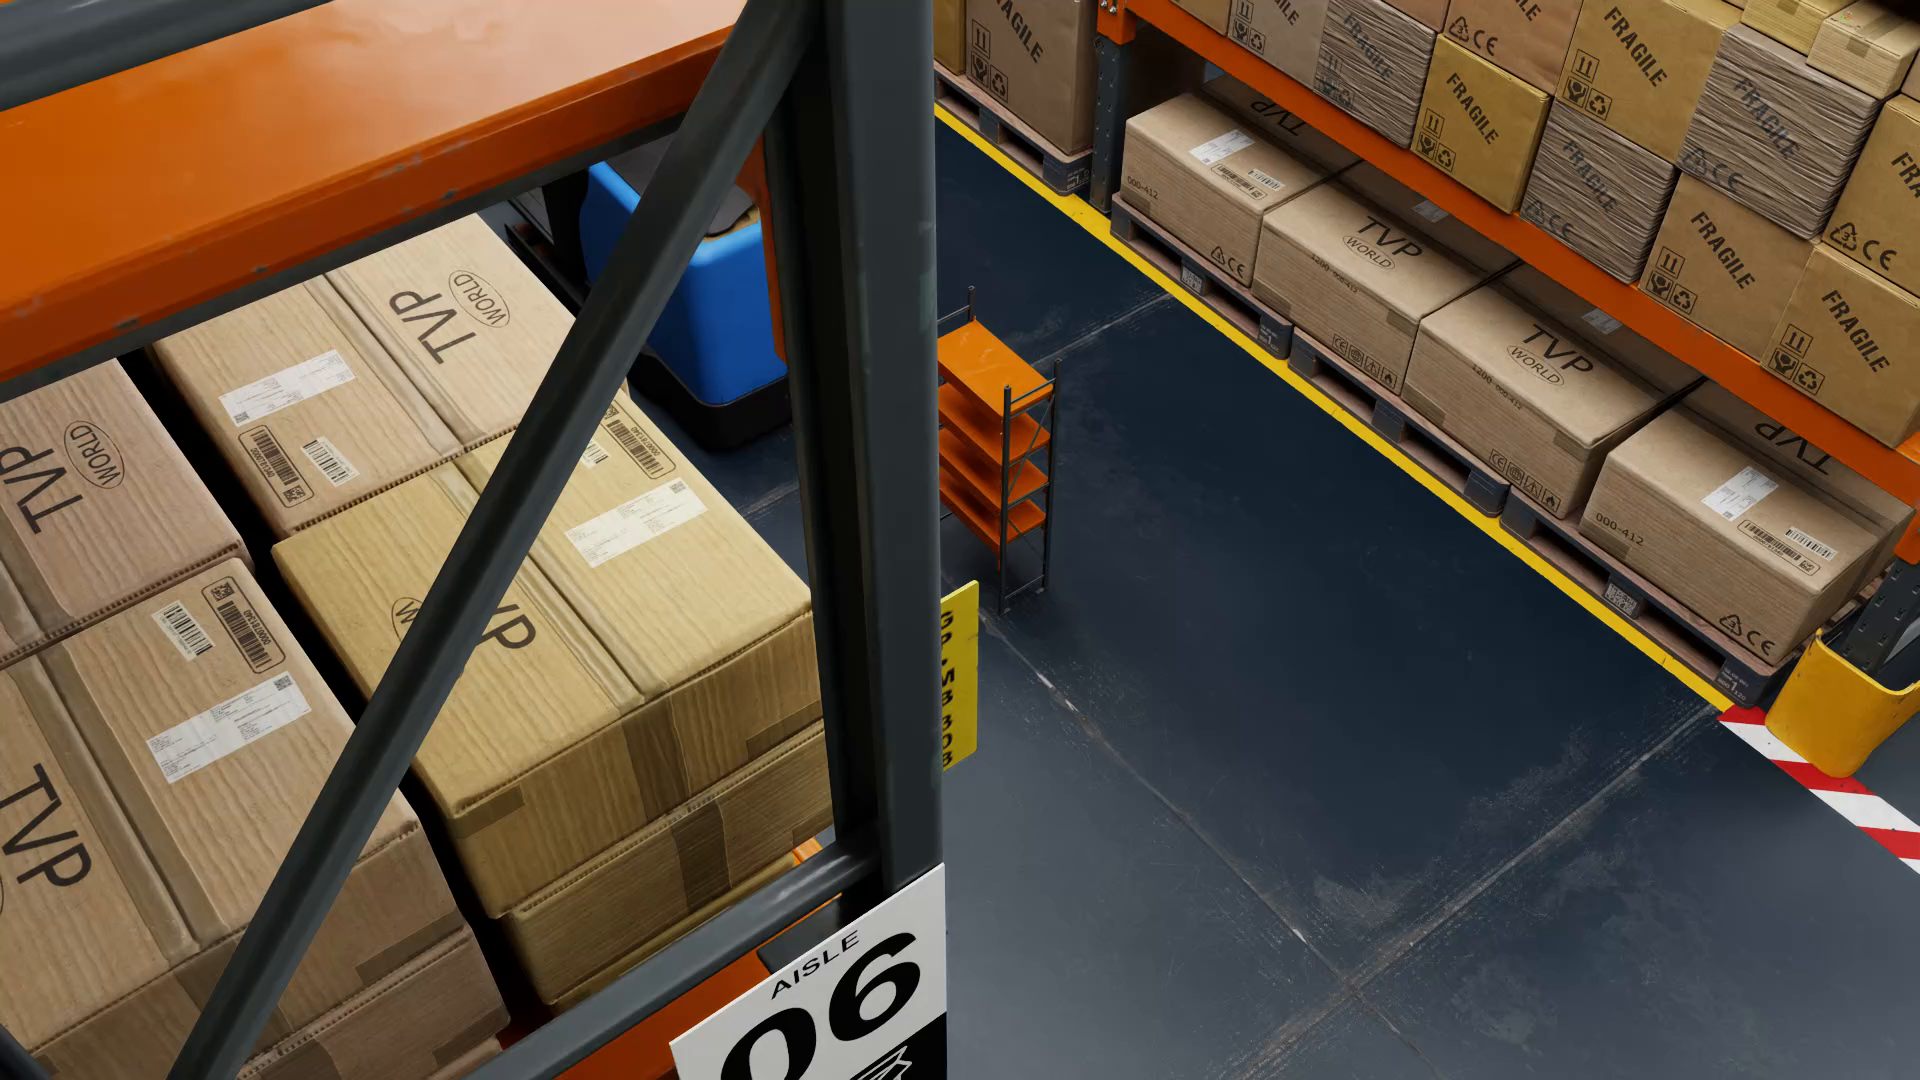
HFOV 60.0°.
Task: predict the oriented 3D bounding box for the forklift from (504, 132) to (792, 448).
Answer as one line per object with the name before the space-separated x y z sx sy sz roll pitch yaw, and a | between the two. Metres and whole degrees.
forklift | -1.508 -2.422 6.967 1.130 2.935 3.031 -29 54 -24

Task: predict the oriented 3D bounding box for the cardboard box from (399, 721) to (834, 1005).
cardboard box | -0.503 0.280 2.347 0.500 0.250 0.500 -30 54 -24

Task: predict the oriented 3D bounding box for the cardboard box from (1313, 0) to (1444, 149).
cardboard box | 1.747 -1.911 6.389 0.500 0.500 0.500 -29 54 -24

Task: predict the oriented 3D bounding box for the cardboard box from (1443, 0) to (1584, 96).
cardboard box | 2.075 -1.940 5.741 0.500 0.500 0.500 -30 54 -24

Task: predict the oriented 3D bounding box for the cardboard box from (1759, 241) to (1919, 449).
cardboard box | 2.993 -0.707 5.298 0.500 0.500 0.500 -29 54 -24

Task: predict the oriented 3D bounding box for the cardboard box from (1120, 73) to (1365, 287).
cardboard box | 1.369 -1.729 7.737 0.875 0.438 0.875 -30 54 -24

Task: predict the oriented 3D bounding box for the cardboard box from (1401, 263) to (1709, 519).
cardboard box | 2.456 -0.669 6.776 0.875 0.438 0.875 -28 54 -23

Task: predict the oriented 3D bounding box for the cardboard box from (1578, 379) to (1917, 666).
cardboard box | 3.017 -0.133 6.291 0.875 0.438 0.875 -31 55 -25

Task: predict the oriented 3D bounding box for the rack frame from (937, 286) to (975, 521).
rack frame | -0.047 -0.449 6.346 0.240 1.200 0.015 -29 54 -24

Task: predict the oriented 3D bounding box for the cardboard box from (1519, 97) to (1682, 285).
cardboard box | 2.382 -1.309 5.843 0.500 0.500 0.500 -28 54 -23

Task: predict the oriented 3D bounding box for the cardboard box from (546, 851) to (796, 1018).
cardboard box | -0.460 0.505 2.411 0.380 0.149 0.250 -28 54 -23

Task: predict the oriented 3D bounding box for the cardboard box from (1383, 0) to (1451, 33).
cardboard box | 1.772 -2.239 6.011 0.500 0.500 0.500 -28 54 -23

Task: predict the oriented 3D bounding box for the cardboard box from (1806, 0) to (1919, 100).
cardboard box | 2.723 -1.470 4.877 0.380 0.149 0.250 -30 54 -24

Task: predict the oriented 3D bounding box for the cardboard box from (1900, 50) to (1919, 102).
cardboard box | 2.947 -1.356 4.773 0.380 0.149 0.250 -28 54 -23

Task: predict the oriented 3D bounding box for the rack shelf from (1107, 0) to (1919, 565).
rack shelf | 2.285 -1.446 6.520 1.077 0.370 4.000 -29 54 -24

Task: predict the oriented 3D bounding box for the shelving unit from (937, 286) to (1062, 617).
shelving unit | 0.100 -0.305 6.216 0.258 1.200 0.503 -29 54 -24

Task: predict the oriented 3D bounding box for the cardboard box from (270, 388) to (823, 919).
cardboard box | -0.521 0.122 2.152 0.500 0.250 0.500 -30 54 -24

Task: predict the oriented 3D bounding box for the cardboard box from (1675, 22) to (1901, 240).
cardboard box | 2.675 -1.350 5.206 0.500 0.500 0.500 -29 54 -24

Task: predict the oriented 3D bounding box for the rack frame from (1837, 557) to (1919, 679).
rack frame | 3.496 -0.508 5.185 1.000 3.000 0.127 -29 54 -24

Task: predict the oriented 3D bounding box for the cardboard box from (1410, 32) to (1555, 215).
cardboard box | 2.059 -1.607 6.114 0.500 0.500 0.500 -28 54 -23

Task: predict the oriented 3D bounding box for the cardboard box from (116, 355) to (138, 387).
cardboard box | -1.459 -0.613 3.156 0.500 0.250 0.500 -30 55 -25

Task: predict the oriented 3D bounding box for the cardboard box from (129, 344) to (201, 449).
cardboard box | -1.129 -0.477 2.695 0.500 0.250 0.500 -30 55 -25

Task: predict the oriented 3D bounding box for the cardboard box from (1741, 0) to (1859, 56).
cardboard box | 2.604 -1.637 5.028 0.380 0.149 0.250 -28 54 -23

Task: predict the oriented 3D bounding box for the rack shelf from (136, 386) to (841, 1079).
rack shelf | -1.663 -0.224 3.388 1.077 0.370 4.000 -29 54 -24

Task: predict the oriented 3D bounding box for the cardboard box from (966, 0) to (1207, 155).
cardboard box | 0.635 -2.624 8.253 0.875 0.875 0.875 -28 54 -23

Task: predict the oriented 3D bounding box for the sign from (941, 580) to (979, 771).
sign | -0.020 0.176 1.950 0.100 0.325 0.005 -29 54 -24

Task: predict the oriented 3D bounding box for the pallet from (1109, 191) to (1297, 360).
pallet | 1.472 -1.446 7.918 1.003 0.211 1.213 -29 54 -24

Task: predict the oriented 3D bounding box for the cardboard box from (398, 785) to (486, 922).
cardboard box | -0.640 0.363 2.540 0.380 0.149 0.250 -28 54 -23

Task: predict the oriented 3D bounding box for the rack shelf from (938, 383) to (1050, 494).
rack shelf | 0.100 -0.410 6.100 0.258 0.148 0.480 -29 54 -24

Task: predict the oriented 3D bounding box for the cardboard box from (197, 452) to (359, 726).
cardboard box | -0.827 -0.011 2.610 0.500 0.250 0.500 -28 54 -23

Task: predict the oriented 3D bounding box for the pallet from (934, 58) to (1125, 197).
pallet | 0.547 -2.351 8.738 1.003 0.211 1.213 -29 54 -24

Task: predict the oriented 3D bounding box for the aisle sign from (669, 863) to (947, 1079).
aisle sign | -0.177 0.756 2.284 0.394 0.787 0.004 -29 54 -24

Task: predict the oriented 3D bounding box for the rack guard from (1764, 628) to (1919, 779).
rack guard | 3.511 0.346 6.098 1.175 0.500 0.348 -29 54 -24

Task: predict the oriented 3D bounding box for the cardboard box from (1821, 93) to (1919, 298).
cardboard box | 3.015 -1.055 4.938 0.500 0.500 0.500 -28 54 -23

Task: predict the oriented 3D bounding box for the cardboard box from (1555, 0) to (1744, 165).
cardboard box | 2.378 -1.643 5.471 0.500 0.500 0.500 -30 54 -24

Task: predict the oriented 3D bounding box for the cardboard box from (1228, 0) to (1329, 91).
cardboard box | 1.451 -2.207 6.658 0.500 0.500 0.500 -29 54 -24

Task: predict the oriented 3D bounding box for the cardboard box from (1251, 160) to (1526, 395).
cardboard box | 1.911 -1.201 7.259 0.875 0.438 0.875 -31 55 -25

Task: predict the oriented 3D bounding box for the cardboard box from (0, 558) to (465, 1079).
cardboard box | -0.943 0.359 1.937 0.500 0.250 0.500 -31 55 -25

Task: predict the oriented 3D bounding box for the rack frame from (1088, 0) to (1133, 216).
rack frame | 1.074 -2.867 7.323 1.000 3.000 0.127 -29 54 -24

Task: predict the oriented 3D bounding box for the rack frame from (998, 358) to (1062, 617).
rack frame | 0.248 -0.162 6.085 0.240 1.200 0.015 -29 54 -24

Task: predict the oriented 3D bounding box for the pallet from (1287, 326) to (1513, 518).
pallet | 2.215 -0.727 7.265 1.003 0.211 1.213 -29 54 -24

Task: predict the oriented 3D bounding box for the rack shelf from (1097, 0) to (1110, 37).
rack shelf | -0.137 -3.804 8.659 1.077 0.370 4.000 -29 54 -24

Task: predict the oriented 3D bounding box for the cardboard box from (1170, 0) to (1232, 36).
cardboard box | 1.150 -2.506 6.929 0.500 0.500 0.500 -28 54 -23

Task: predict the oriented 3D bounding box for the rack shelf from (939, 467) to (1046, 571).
rack shelf | 0.100 -0.127 6.413 0.258 0.148 0.480 -29 54 -24

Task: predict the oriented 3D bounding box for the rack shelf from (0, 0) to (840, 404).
rack shelf | -1.663 -1.231 2.278 1.077 0.370 4.000 -29 54 -24

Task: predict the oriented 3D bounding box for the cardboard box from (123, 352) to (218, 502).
cardboard box | -1.127 -0.318 2.888 0.500 0.250 0.500 -31 55 -25

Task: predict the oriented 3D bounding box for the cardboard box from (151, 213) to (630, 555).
cardboard box | -0.814 -0.187 2.432 0.500 0.250 0.500 -30 54 -24

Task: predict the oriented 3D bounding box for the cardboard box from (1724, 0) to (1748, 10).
cardboard box | 2.502 -1.823 5.197 0.380 0.149 0.250 -30 54 -24

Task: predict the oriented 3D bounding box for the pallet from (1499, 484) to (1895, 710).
pallet | 2.950 -0.008 6.613 1.003 0.211 1.213 -29 54 -24

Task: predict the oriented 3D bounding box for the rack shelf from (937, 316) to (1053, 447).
rack shelf | 0.100 -0.569 5.925 0.258 0.148 0.480 -29 54 -24

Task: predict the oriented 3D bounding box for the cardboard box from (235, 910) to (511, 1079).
cardboard box | -0.938 0.524 2.125 0.500 0.250 0.500 -30 55 -25

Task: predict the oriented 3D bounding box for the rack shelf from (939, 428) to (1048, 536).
rack shelf | 0.100 -0.260 6.266 0.258 0.148 0.480 -29 54 -24

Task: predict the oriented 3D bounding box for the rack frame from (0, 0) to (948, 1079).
rack frame | -0.452 -0.294 0.942 1.000 3.000 0.127 -29 54 -24

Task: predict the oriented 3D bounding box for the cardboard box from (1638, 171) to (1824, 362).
cardboard box | 2.702 -1.010 5.572 0.500 0.500 0.500 -30 55 -25

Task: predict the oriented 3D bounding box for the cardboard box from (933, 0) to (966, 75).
cardboard box | 0.082 -3.153 8.733 0.875 0.875 0.875 -28 54 -23

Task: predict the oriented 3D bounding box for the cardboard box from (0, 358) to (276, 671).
cardboard box | -1.258 0.052 2.215 0.500 0.250 0.500 -31 55 -25

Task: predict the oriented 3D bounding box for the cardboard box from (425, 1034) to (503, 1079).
cardboard box | -0.830 0.713 2.223 0.380 0.149 0.250 -28 54 -23
